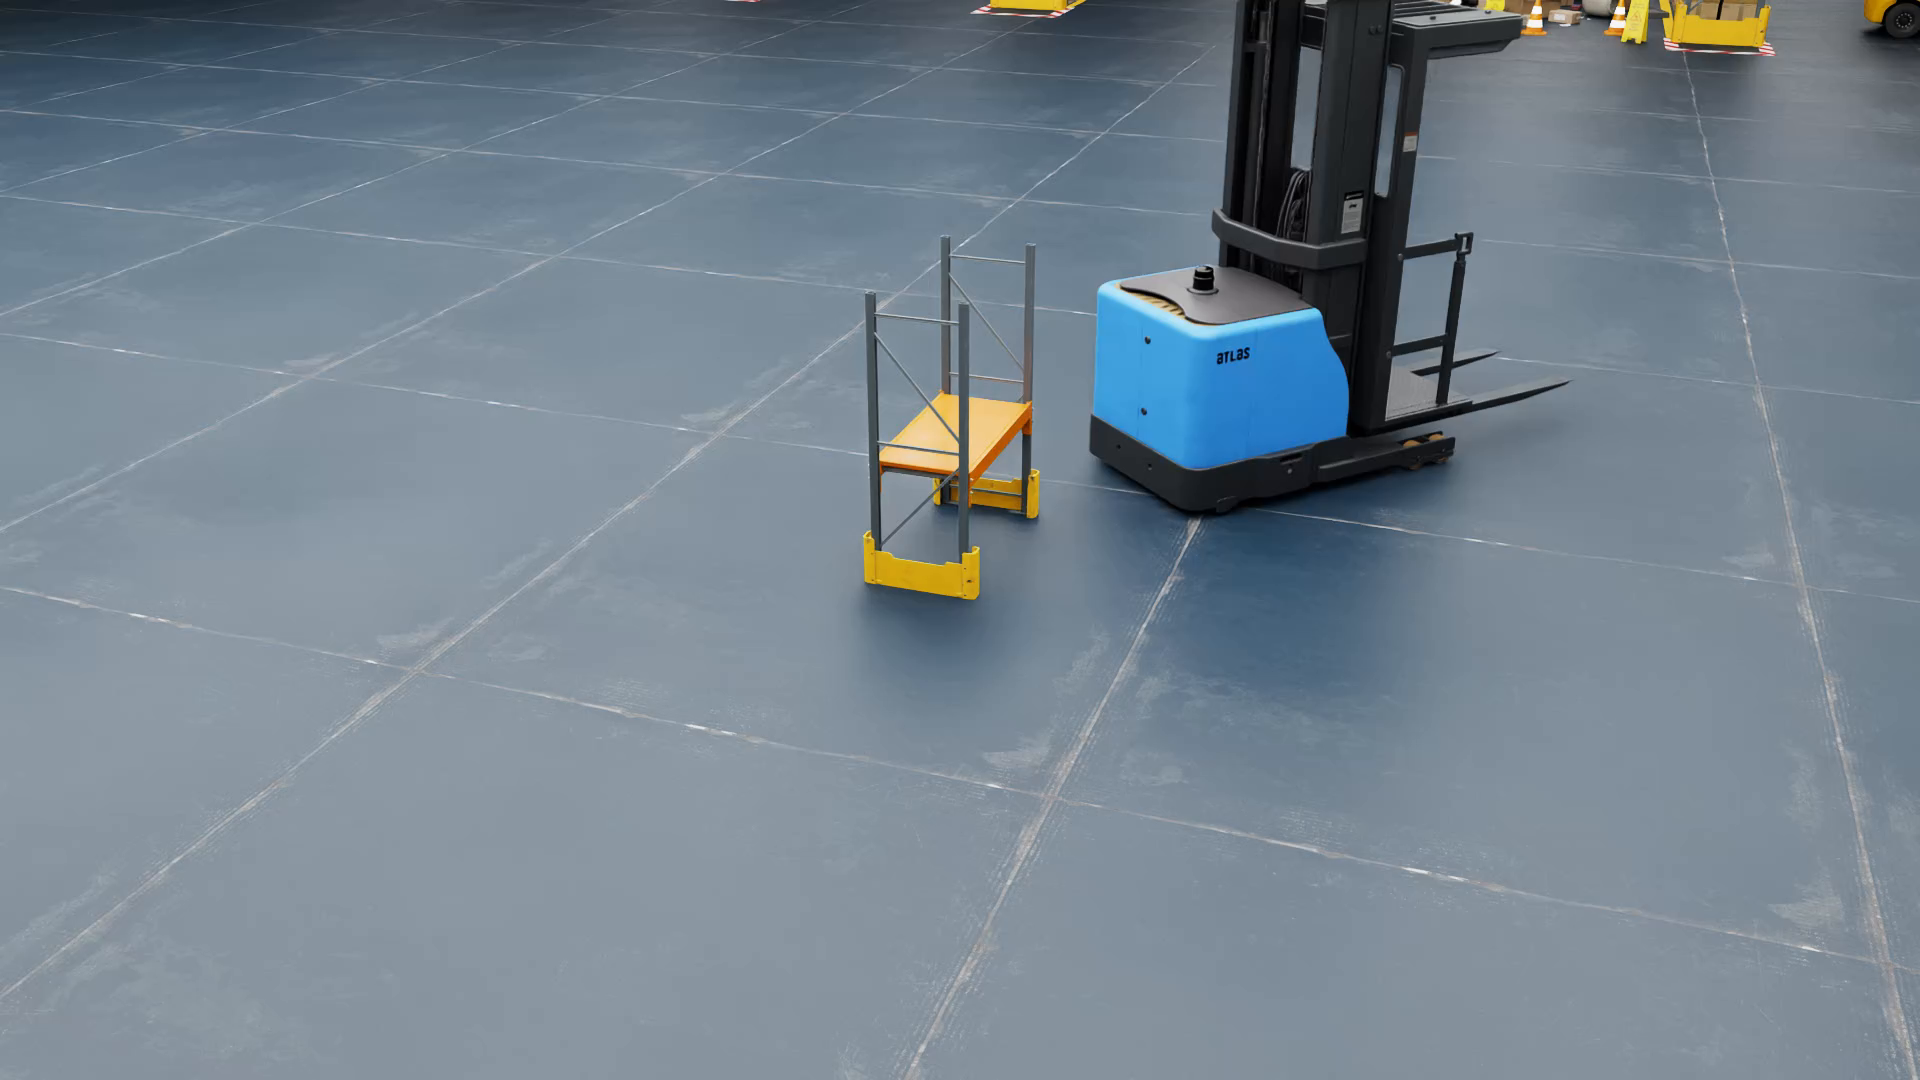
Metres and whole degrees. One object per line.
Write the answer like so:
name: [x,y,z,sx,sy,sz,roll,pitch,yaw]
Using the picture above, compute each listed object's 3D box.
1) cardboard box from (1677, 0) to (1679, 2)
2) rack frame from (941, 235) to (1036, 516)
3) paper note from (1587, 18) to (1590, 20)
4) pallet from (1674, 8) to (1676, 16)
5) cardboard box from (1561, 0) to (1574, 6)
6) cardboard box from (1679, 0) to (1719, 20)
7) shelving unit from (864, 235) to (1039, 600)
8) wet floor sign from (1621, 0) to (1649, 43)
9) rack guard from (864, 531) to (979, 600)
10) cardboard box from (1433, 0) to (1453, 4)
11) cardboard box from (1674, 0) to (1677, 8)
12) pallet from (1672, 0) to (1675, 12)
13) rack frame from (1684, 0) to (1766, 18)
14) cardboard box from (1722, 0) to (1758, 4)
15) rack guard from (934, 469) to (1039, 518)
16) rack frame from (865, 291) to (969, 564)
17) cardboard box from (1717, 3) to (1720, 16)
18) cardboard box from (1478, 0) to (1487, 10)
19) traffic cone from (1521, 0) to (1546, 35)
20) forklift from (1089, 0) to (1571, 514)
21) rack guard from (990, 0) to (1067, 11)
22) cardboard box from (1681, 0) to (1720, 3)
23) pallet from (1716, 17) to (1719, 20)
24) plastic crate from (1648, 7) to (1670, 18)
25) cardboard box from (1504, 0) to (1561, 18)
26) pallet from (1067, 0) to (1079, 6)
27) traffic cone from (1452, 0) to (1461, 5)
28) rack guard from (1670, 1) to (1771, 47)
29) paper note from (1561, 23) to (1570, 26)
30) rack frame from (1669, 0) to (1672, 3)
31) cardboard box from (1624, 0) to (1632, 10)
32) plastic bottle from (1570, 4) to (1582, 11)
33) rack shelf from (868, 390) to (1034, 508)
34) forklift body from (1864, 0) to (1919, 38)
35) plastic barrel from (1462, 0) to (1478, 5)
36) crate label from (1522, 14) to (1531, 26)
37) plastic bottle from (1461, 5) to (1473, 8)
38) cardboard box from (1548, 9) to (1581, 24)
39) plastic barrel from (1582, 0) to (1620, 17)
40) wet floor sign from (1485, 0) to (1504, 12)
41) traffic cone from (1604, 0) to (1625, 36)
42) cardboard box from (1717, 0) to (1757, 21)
cardboard box: [10.578,-7.699,23.882,0.500,0.250,0.500,9,27,18]
rack frame: [0.141,-0.849,8.782,0.500,1.500,0.032,9,27,17]
paper note: [9.364,-7.761,24.768,0.032,0.001,0.123,9,27,17]
pallet: [11.120,-7.769,24.553,1.003,0.211,1.213,9,27,17]
cardboard box: [9.419,-8.554,26.112,0.258,0.266,0.396,-9,27,-18]
cardboard box: [10.406,-7.497,23.465,0.500,0.250,0.500,9,27,17]
shelving unit: [-0.025,-0.644,8.358,0.587,1.500,1.083,9,27,17]
wet floor sign: [9.311,-7.182,22.842,0.267,0.644,0.232,20,32,35]
rack guard: [-0.191,0.123,8.208,0.587,0.250,0.087,9,27,17]
cardboard box: [7.464,-8.574,25.881,0.500,0.500,0.500,14,29,26]
cardboard box: [10.747,-7.914,24.327,0.500,0.250,0.500,8,27,16]
pallet: [11.524,-8.272,25.592,1.003,0.211,1.213,9,27,17]
rack frame: [10.383,-8.164,22.170,1.000,3.000,0.127,9,27,17]
cardboard box: [10.920,-7.754,23.136,0.500,0.500,0.500,8,27,16]
rack guard: [0.140,-0.286,9.054,0.587,0.250,0.087,9,27,17]
rack frame: [-0.198,-0.431,7.919,0.500,1.500,0.032,9,27,17]
cardboard box: [11.089,-7.616,23.711,0.500,0.250,0.500,10,27,19]
cardboard box: [8.177,-8.280,25.547,0.396,0.266,0.258,14,29,26]
traffic cone: [8.150,-7.407,23.518,0.336,0.463,0.334,9,27,17]
forklift: [2.291,-1.912,9.335,3.031,2.935,1.130,-14,29,-26]
rack guard: [1.063,-8.508,25.747,1.175,0.500,0.348,9,27,17]
cardboard box: [10.404,-7.820,23.272,0.500,0.500,0.500,9,27,18]
pallet: [10.712,-7.269,23.521,1.003,0.211,1.213,9,27,17]
plastic crate: [10.418,-7.968,25.114,0.402,0.080,0.583,0,26,-1]
cardboard box: [8.580,-8.130,24.963,0.797,0.503,0.637,-9,27,-18]
pallet: [1.367,-8.706,26.489,1.003,0.211,1.213,9,27,17]
traffic cone: [7.197,-7.711,24.145,0.336,0.463,0.334,9,27,17]
rack guard: [10.408,-7.070,22.779,1.175,0.500,0.348,9,27,17]
paper note: [8.820,-7.505,24.216,0.148,0.019,0.142,0,26,-1]
rack frame: [11.714,-9.808,25.565,1.000,3.000,0.127,9,27,17]
cardboard box: [10.074,-8.441,25.607,0.500,0.500,0.500,-14,29,-27]
plastic bottle: [9.516,-8.227,25.672,0.133,0.061,0.283,14,29,26]
rack shelf: [-0.028,-0.478,8.429,0.538,0.185,1.000,9,27,17]
forklift body: [13.976,-8.108,23.027,2.313,2.155,1.214,9,27,17]
plastic barrel: [8.082,-8.636,26.101,0.421,0.421,0.512,-14,29,-27]
crate label: [8.353,-7.593,24.275,0.250,0.136,0.298,-5,26,-9]
plastic bottle: [7.755,-8.215,25.648,0.283,0.061,0.133,0,26,-1]
cardboard box: [8.914,-7.712,24.508,0.250,0.149,0.380,-20,33,-36]
plastic barrel: [9.643,-8.073,24.938,0.421,0.421,0.512,-14,29,-27]
wet floor sign: [7.539,-7.482,23.462,0.267,0.644,0.232,4,26,8]
traffic cone: [9.310,-7.386,23.474,0.336,0.463,0.334,9,27,17]
cardboard box: [10.912,-7.407,23.280,0.500,0.250,0.500,9,27,17]
